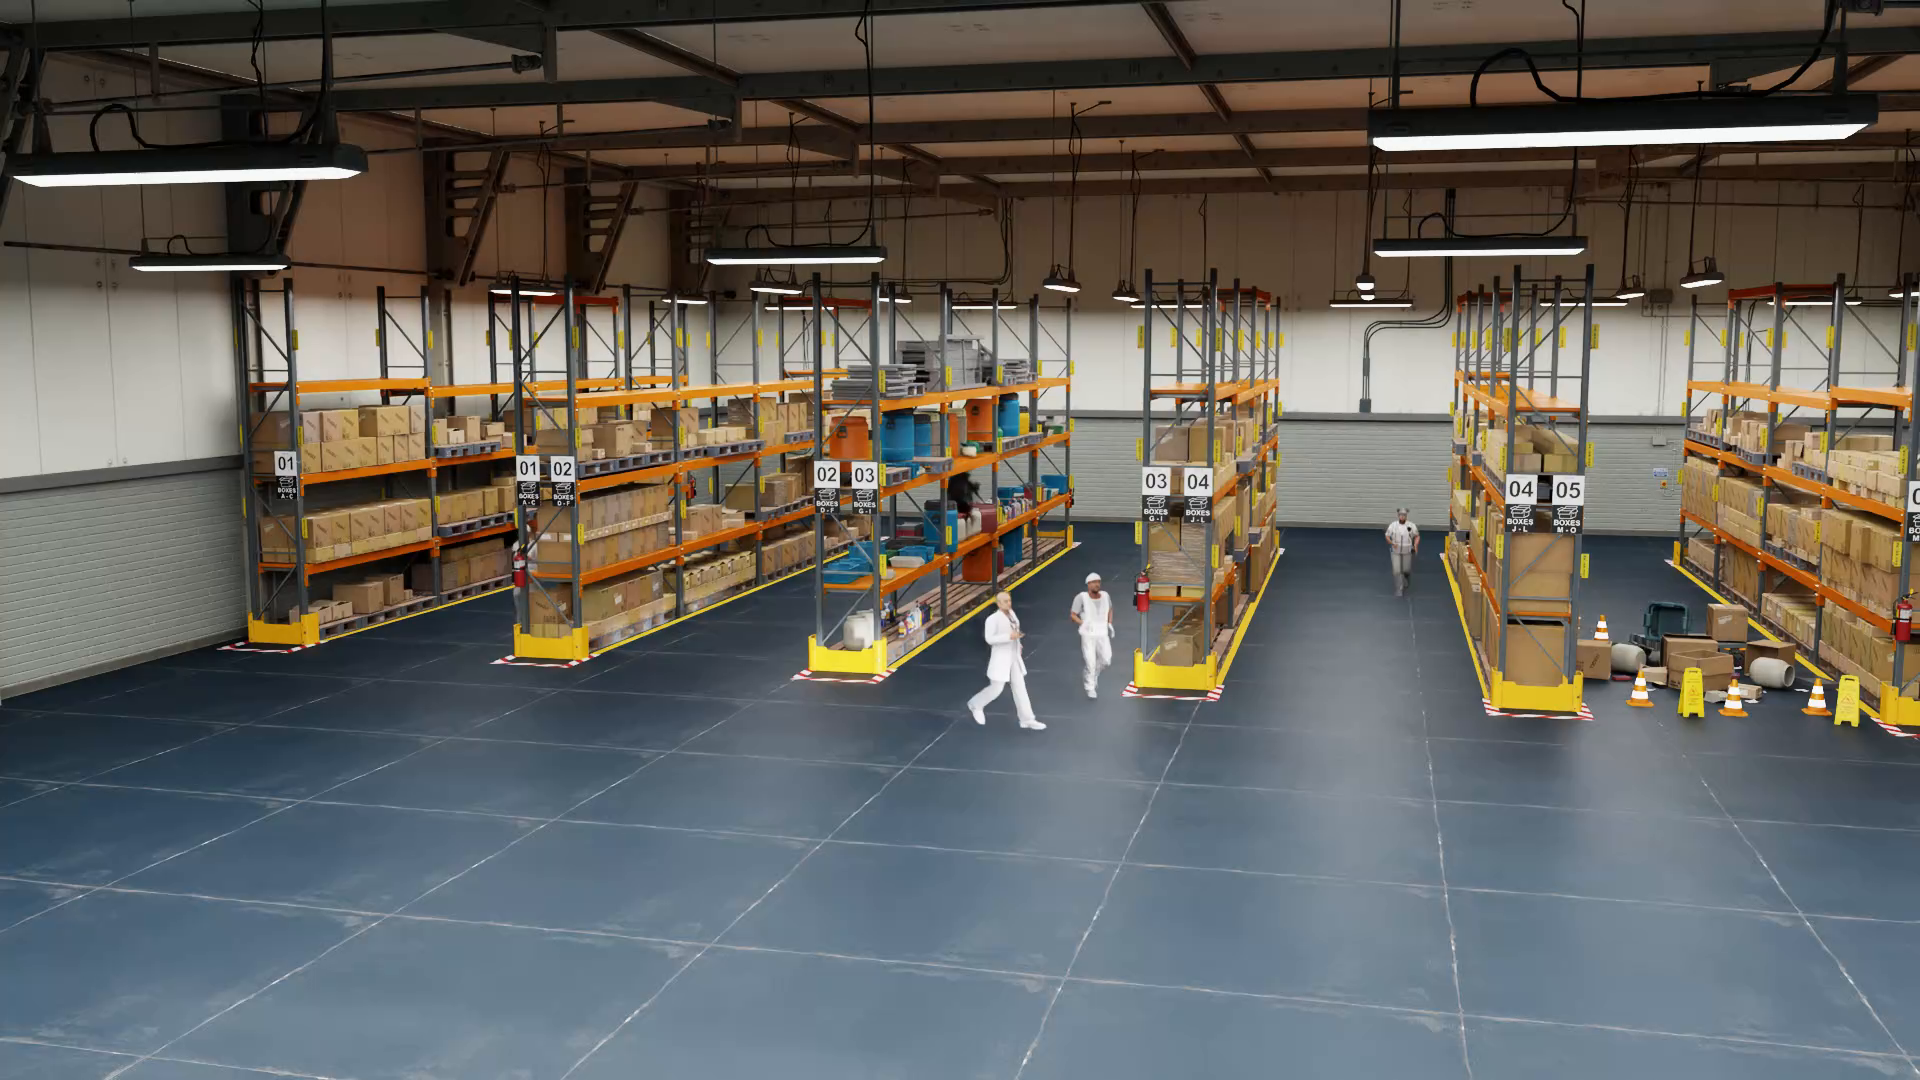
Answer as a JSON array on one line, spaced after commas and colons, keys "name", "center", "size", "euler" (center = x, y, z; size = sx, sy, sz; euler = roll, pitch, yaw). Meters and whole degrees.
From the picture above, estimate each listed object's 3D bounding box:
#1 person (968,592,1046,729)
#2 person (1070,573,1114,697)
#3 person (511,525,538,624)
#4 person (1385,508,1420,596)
[{"name": "person", "center": [0.605, 1.535, 21.286], "size": [1.177, 1.738, 0.735], "euler": [7, 10, 44]}, {"name": "person", "center": [1.891, 1.344, 23.453], "size": [0.682, 1.766, 0.613], "euler": [-2, 7, -15]}, {"name": "person", "center": [-7.617, 0.636, 29.224], "size": [0.674, 1.826, 0.746], "euler": [1, 7, 8]}, {"name": "person", "center": [8.703, 0.225, 32.748], "size": [0.663, 1.742, 0.598], "euler": [2, 7, 16]}]
